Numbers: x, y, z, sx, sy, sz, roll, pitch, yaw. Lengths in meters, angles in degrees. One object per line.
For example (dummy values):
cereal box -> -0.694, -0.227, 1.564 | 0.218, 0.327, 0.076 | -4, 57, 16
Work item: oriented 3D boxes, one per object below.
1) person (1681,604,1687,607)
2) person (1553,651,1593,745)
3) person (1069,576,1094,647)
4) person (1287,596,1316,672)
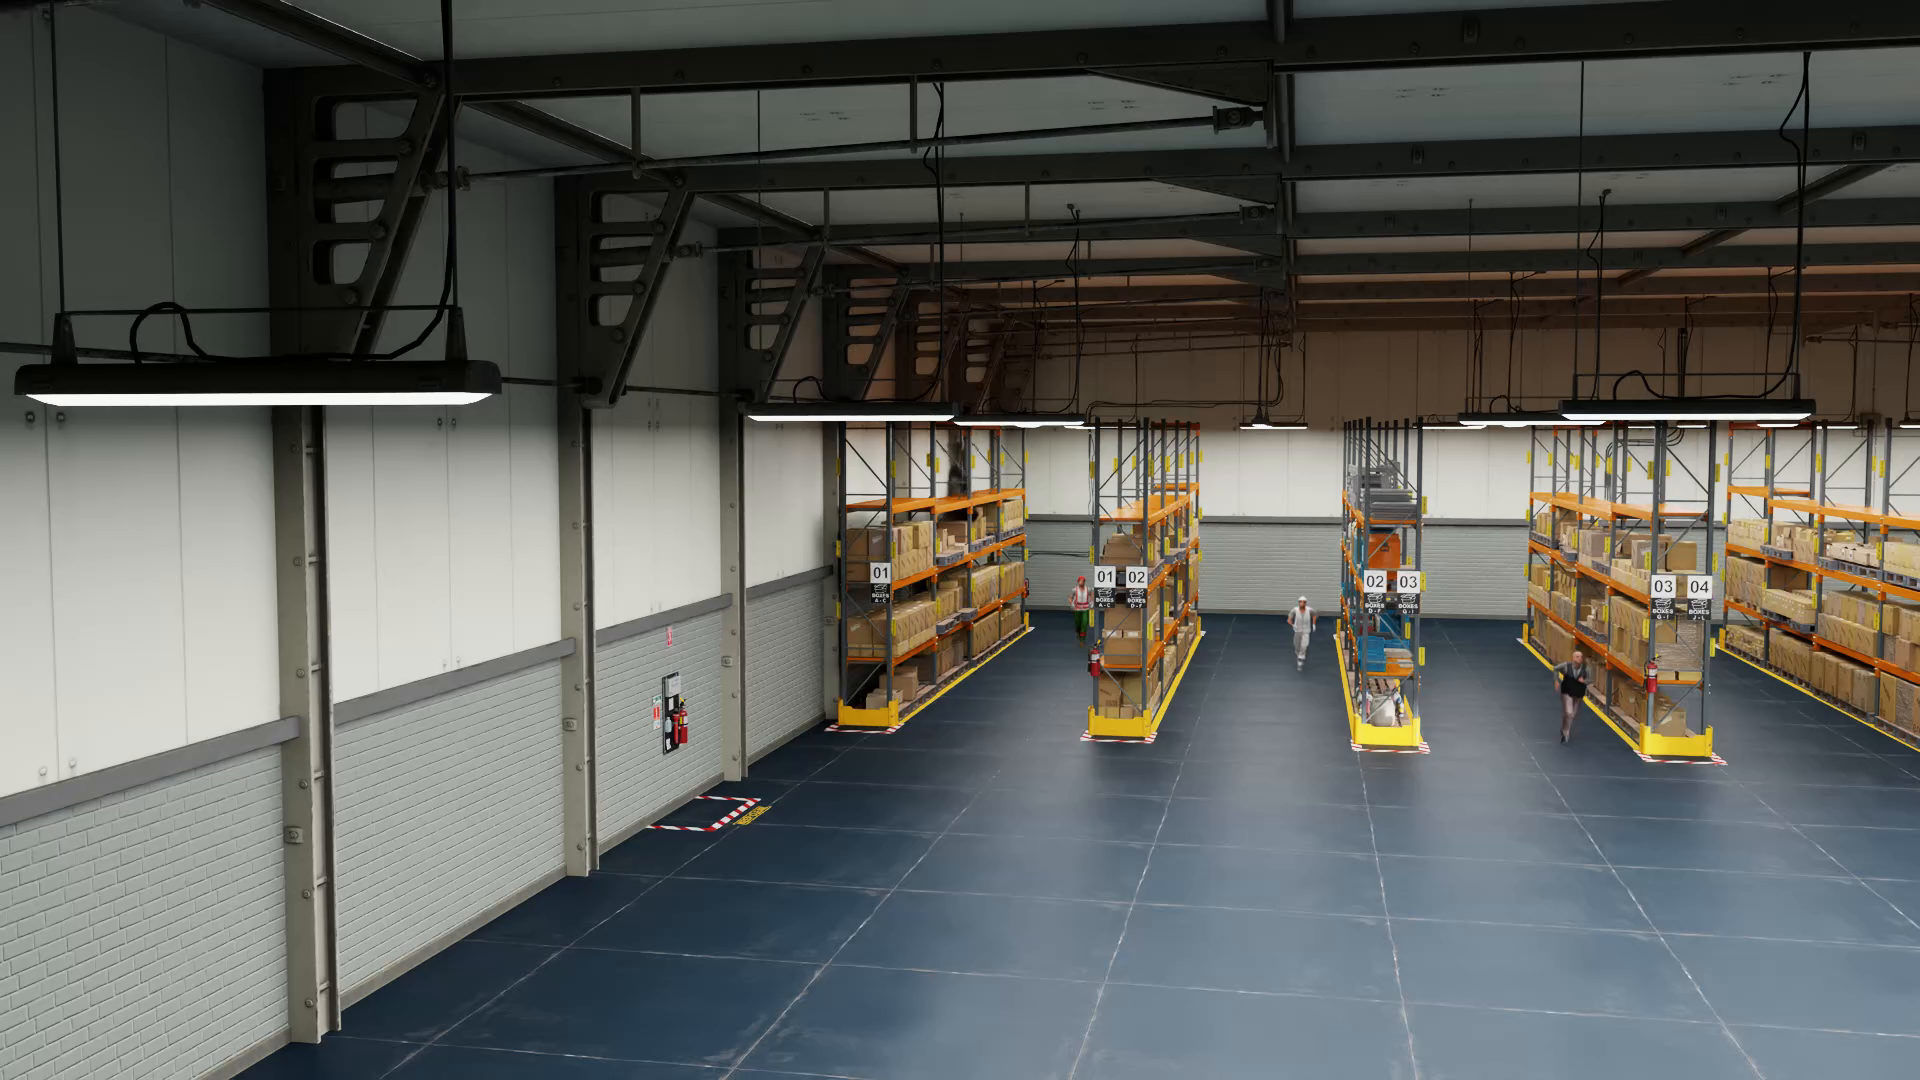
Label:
person -> 19.446, 1.972, 44.863 | 0.593, 1.704, 0.746 | -1, 4, -18
person -> 11.307, 2.915, 30.701 | 0.645, 1.774, 0.824 | 0, 4, 4
person -> 3.105, 1.804, 42.390 | 0.657, 1.785, 0.863 | 0, 4, 0
person -> 8.230, 2.233, 40.062 | 0.685, 1.775, 1.029 | 1, 4, 10
